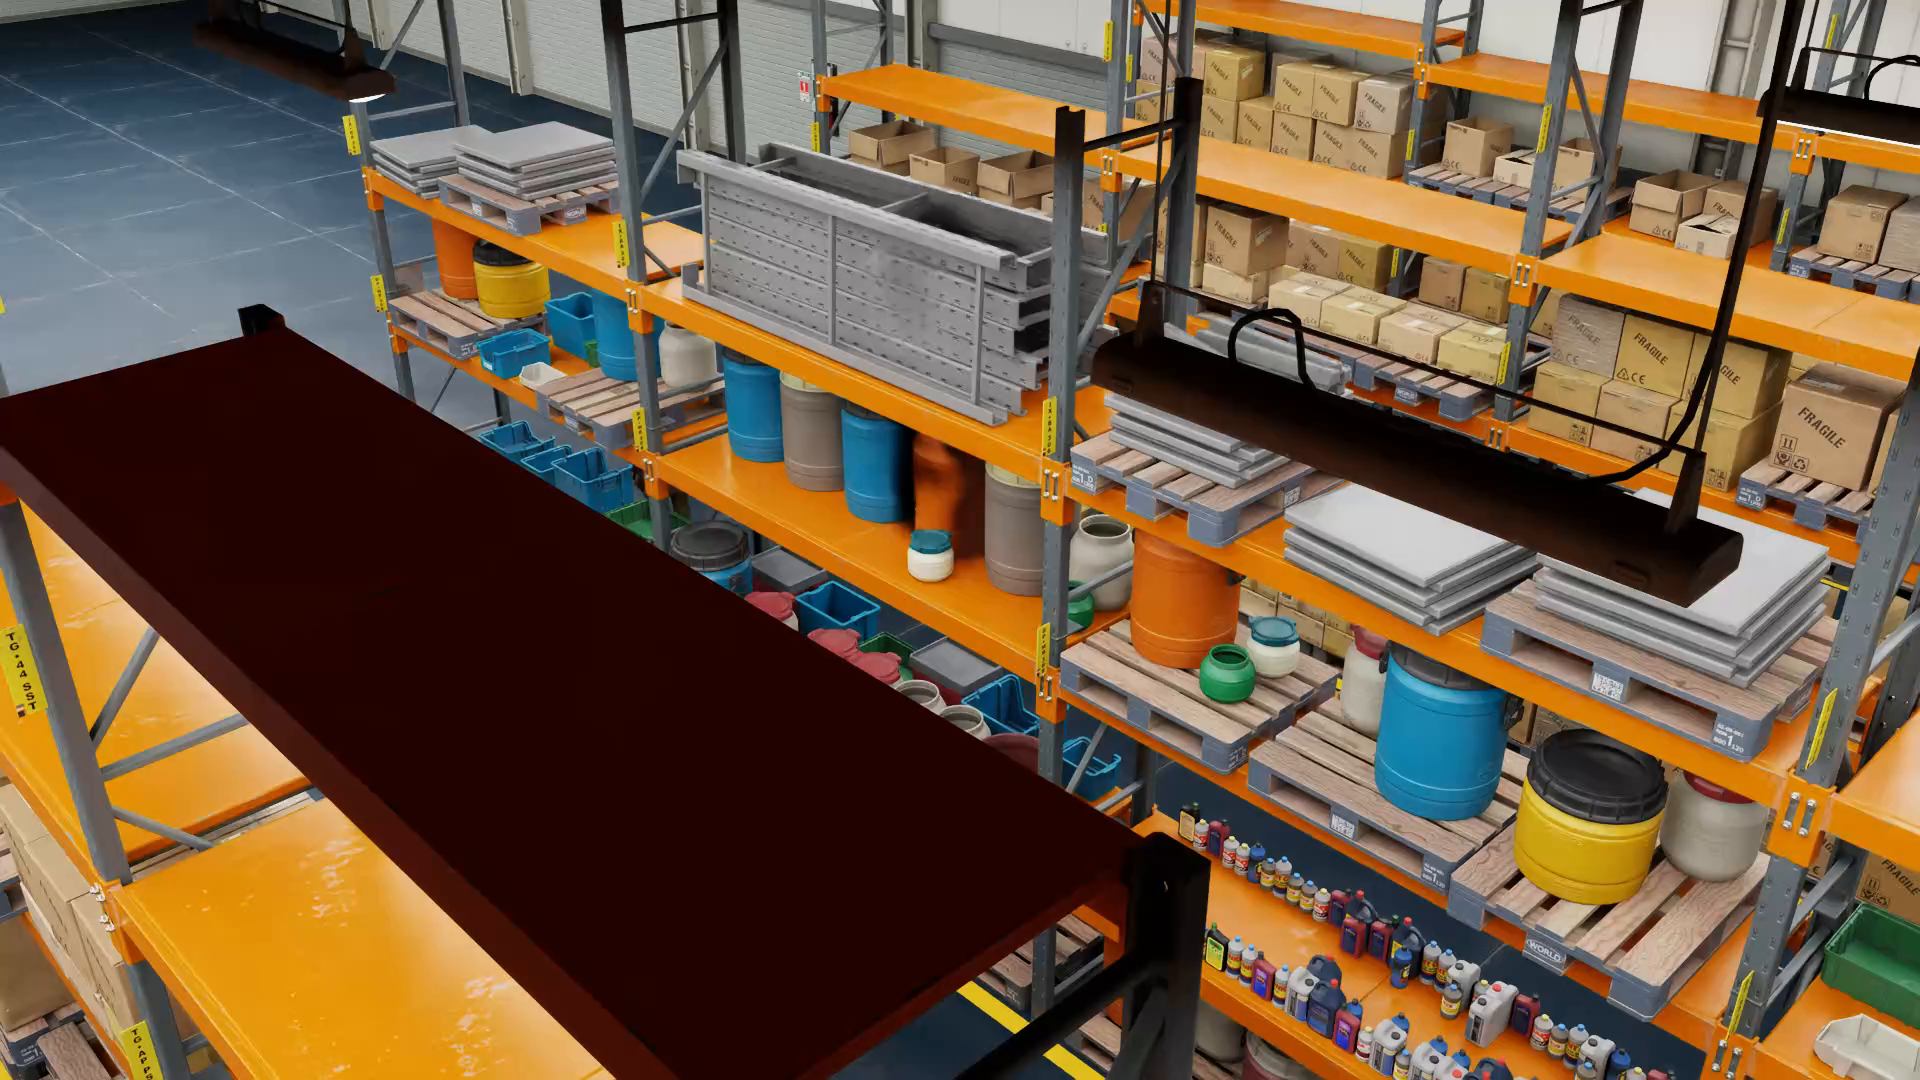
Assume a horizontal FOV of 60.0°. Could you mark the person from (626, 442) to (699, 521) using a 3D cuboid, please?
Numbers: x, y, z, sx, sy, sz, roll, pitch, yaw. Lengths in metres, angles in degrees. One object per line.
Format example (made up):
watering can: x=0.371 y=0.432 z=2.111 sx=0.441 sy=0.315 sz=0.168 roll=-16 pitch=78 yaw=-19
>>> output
person: x=-2.873 y=-0.683 z=16.355 sx=0.799 sy=1.698 sz=0.824 roll=-4 pitch=28 yaw=-7
